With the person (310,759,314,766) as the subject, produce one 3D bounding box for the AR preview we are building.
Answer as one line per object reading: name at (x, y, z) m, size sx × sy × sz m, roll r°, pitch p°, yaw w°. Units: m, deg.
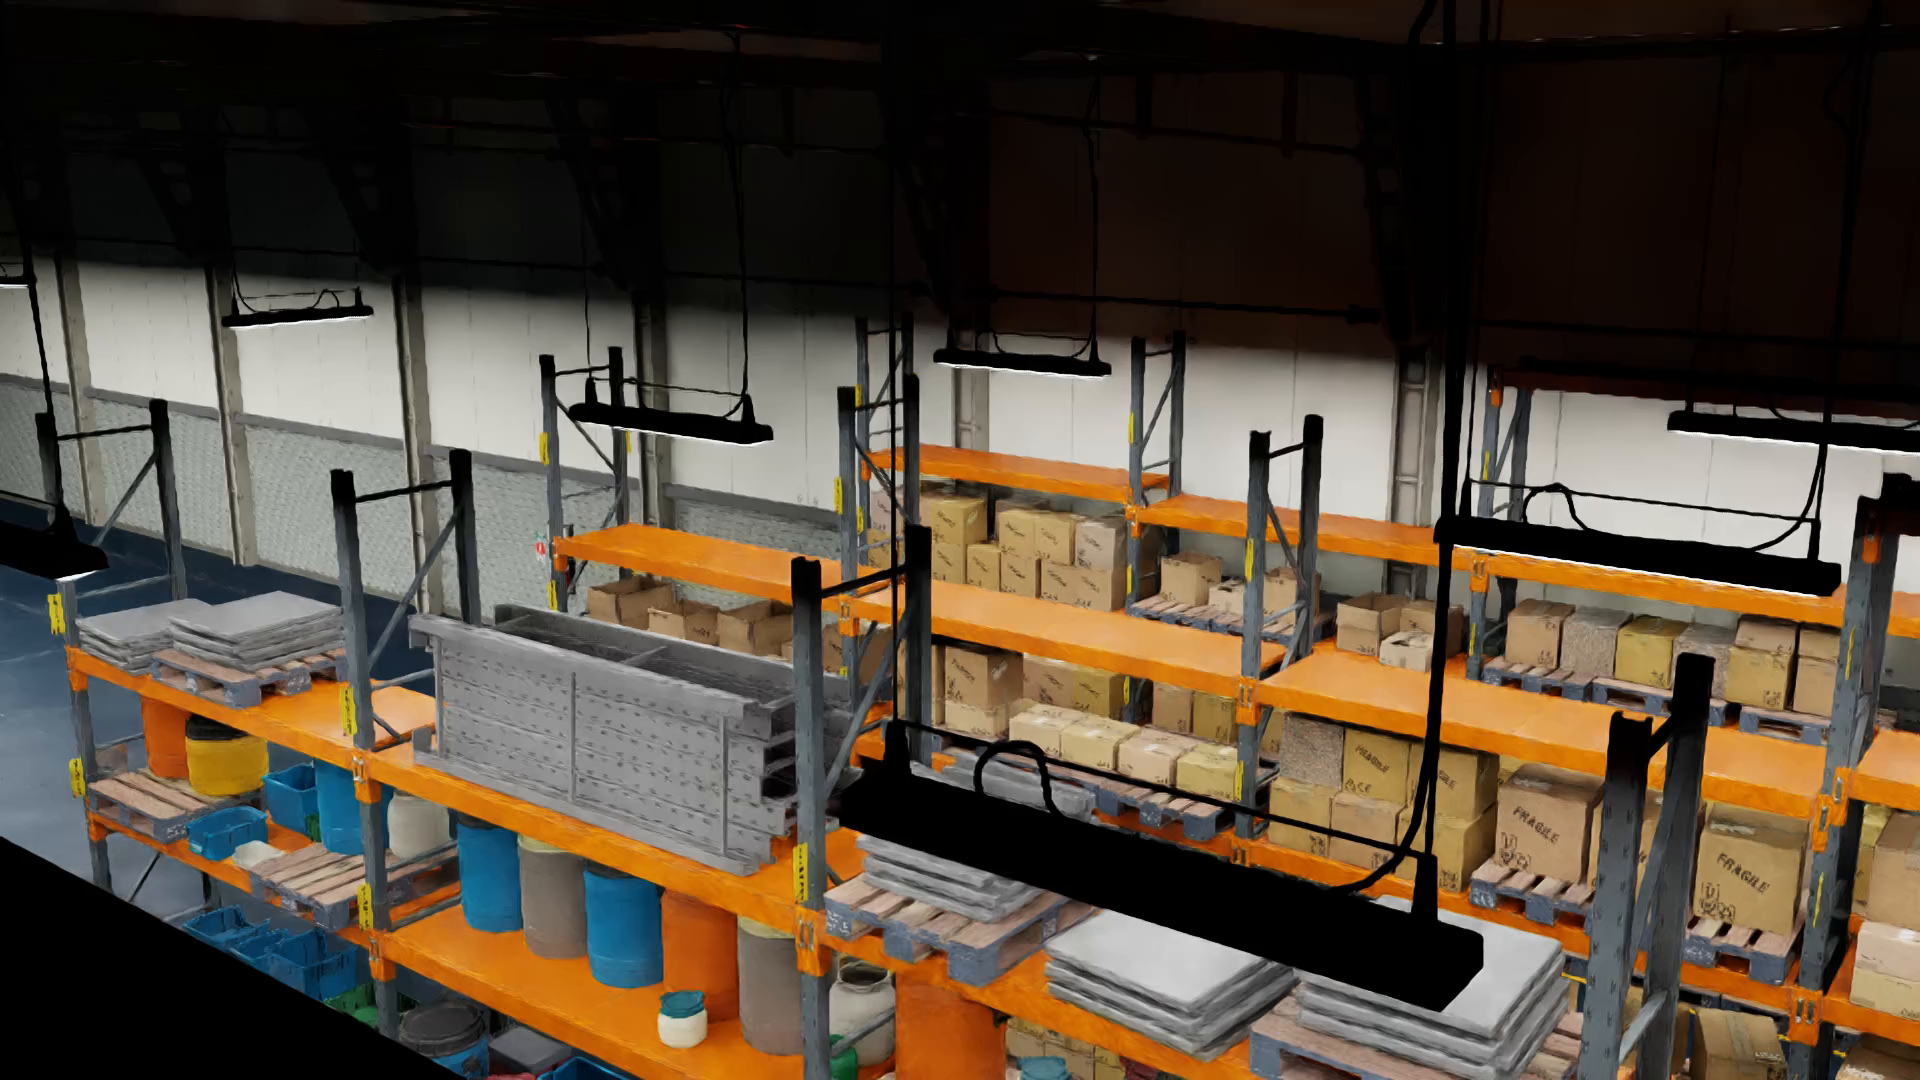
person at (-6.731, 3.143, 17.739) m, size 0.476 × 1.788 × 0.652 m, roll -7°, pitch 15°, yaw -26°
